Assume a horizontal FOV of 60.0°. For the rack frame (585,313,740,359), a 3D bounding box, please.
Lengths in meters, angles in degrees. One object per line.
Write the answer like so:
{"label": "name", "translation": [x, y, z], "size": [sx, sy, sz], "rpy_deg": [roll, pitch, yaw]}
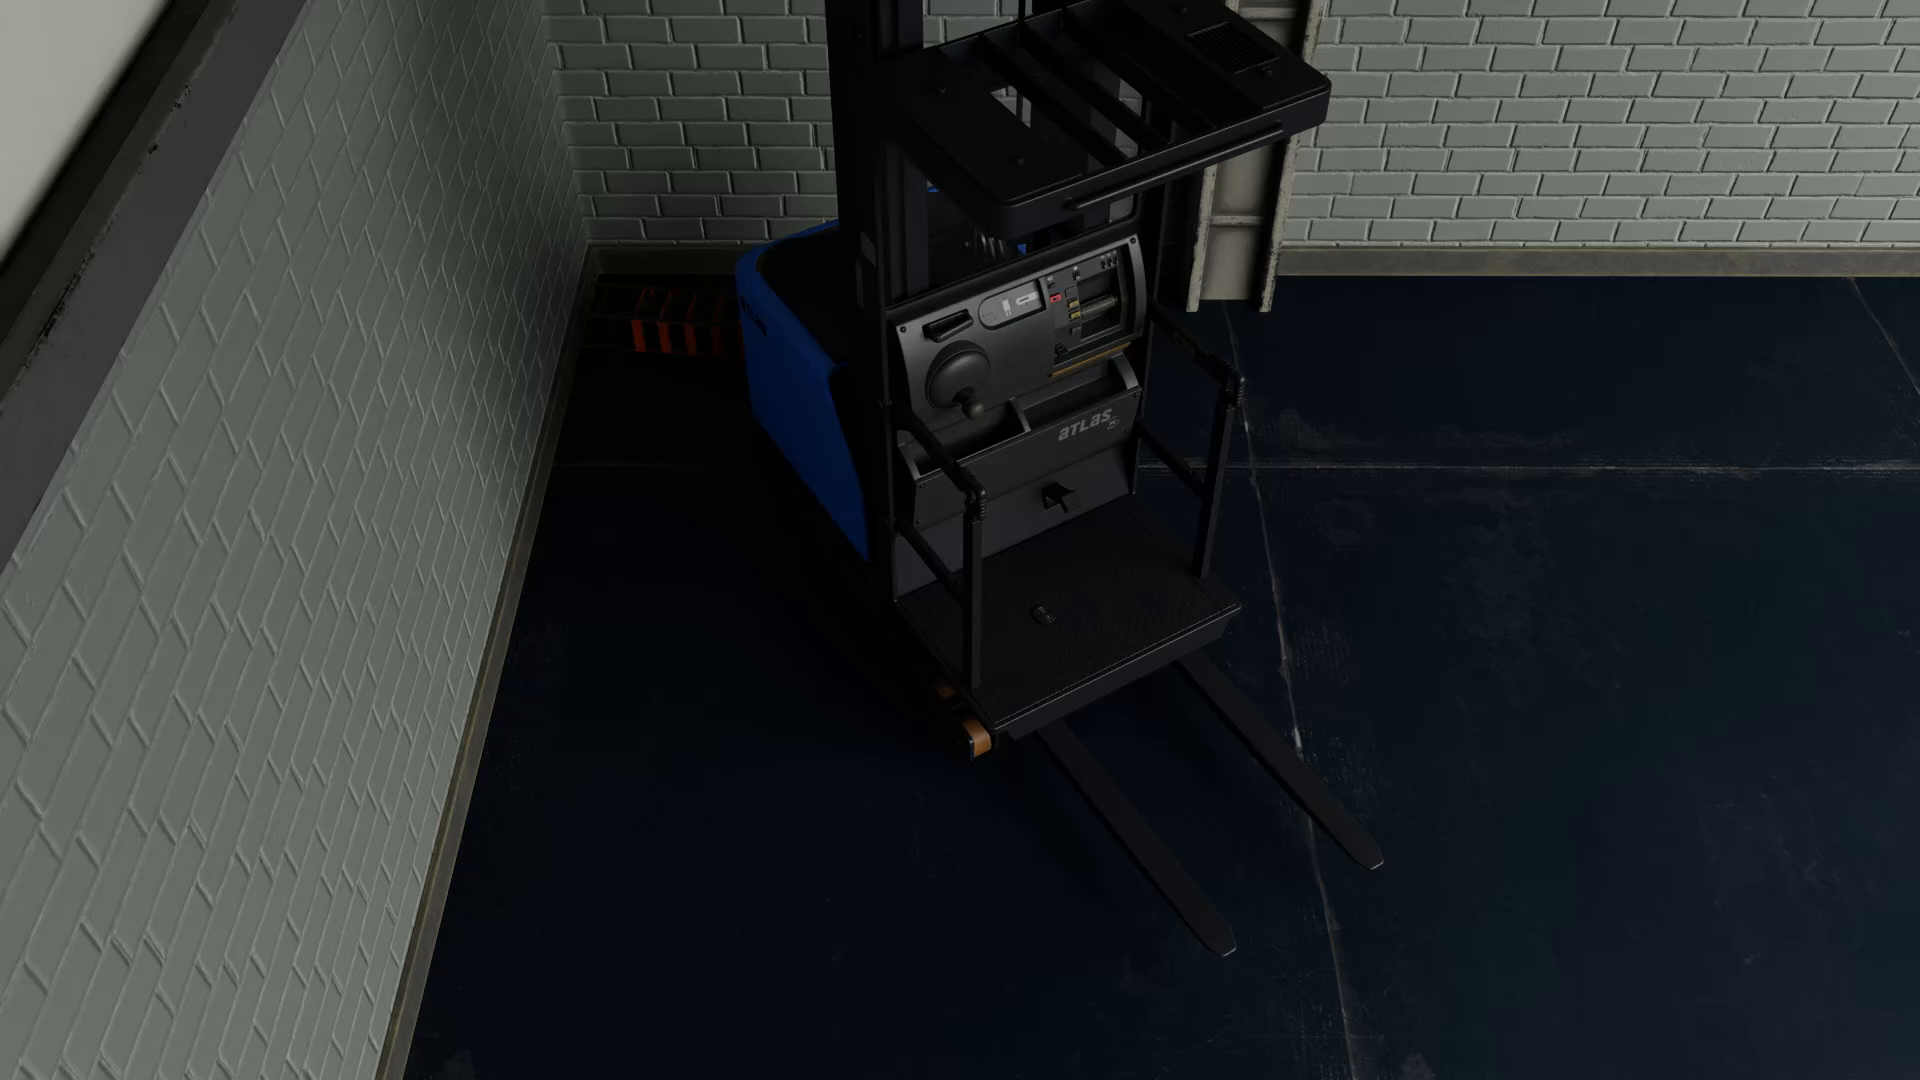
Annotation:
{"label": "rack frame", "translation": [-1.096, -0.915, 7.593], "size": [1.200, 0.006, 0.240], "rpy_deg": [5, 47, 5]}

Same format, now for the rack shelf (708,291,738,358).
{"label": "rack shelf", "translation": [-1.053, -0.974, 7.522], "size": [0.103, 0.180, 0.258], "rpy_deg": [5, 47, 5]}

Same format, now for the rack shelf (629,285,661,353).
{"label": "rack shelf", "translation": [-1.410, -1.004, 7.553], "size": [0.103, 0.180, 0.258], "rpy_deg": [5, 47, 5]}

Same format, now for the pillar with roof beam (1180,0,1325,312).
{"label": "pillar with roof beam", "translation": [1.231, -1.091, 1.617], "size": [0.400, 9.000, 9.100], "rpy_deg": [0, 47, 0]}

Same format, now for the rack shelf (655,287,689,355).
{"label": "rack shelf", "translation": [-1.291, -0.994, 7.543], "size": [0.103, 0.180, 0.258], "rpy_deg": [5, 47, 5]}

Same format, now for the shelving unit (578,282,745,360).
{"label": "shelving unit", "translation": [-1.097, -0.978, 7.526], "size": [1.200, 0.189, 0.258], "rpy_deg": [5, 47, 5]}

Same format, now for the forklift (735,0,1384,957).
{"label": "forklift", "translation": [0.323, -0.609, 5.315], "size": [1.130, 2.935, 3.031], "rpy_deg": [-24, 52, -21]}

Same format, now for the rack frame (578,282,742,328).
{"label": "rack frame", "translation": [-1.097, -1.040, 7.459], "size": [1.200, 0.006, 0.240], "rpy_deg": [5, 47, 5]}

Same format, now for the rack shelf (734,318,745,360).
{"label": "rack shelf", "translation": [-0.934, -0.964, 7.512], "size": [0.103, 0.180, 0.258], "rpy_deg": [5, 47, 5]}

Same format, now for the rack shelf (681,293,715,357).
{"label": "rack shelf", "translation": [-1.172, -0.984, 7.533], "size": [0.103, 0.180, 0.258], "rpy_deg": [5, 47, 5]}
